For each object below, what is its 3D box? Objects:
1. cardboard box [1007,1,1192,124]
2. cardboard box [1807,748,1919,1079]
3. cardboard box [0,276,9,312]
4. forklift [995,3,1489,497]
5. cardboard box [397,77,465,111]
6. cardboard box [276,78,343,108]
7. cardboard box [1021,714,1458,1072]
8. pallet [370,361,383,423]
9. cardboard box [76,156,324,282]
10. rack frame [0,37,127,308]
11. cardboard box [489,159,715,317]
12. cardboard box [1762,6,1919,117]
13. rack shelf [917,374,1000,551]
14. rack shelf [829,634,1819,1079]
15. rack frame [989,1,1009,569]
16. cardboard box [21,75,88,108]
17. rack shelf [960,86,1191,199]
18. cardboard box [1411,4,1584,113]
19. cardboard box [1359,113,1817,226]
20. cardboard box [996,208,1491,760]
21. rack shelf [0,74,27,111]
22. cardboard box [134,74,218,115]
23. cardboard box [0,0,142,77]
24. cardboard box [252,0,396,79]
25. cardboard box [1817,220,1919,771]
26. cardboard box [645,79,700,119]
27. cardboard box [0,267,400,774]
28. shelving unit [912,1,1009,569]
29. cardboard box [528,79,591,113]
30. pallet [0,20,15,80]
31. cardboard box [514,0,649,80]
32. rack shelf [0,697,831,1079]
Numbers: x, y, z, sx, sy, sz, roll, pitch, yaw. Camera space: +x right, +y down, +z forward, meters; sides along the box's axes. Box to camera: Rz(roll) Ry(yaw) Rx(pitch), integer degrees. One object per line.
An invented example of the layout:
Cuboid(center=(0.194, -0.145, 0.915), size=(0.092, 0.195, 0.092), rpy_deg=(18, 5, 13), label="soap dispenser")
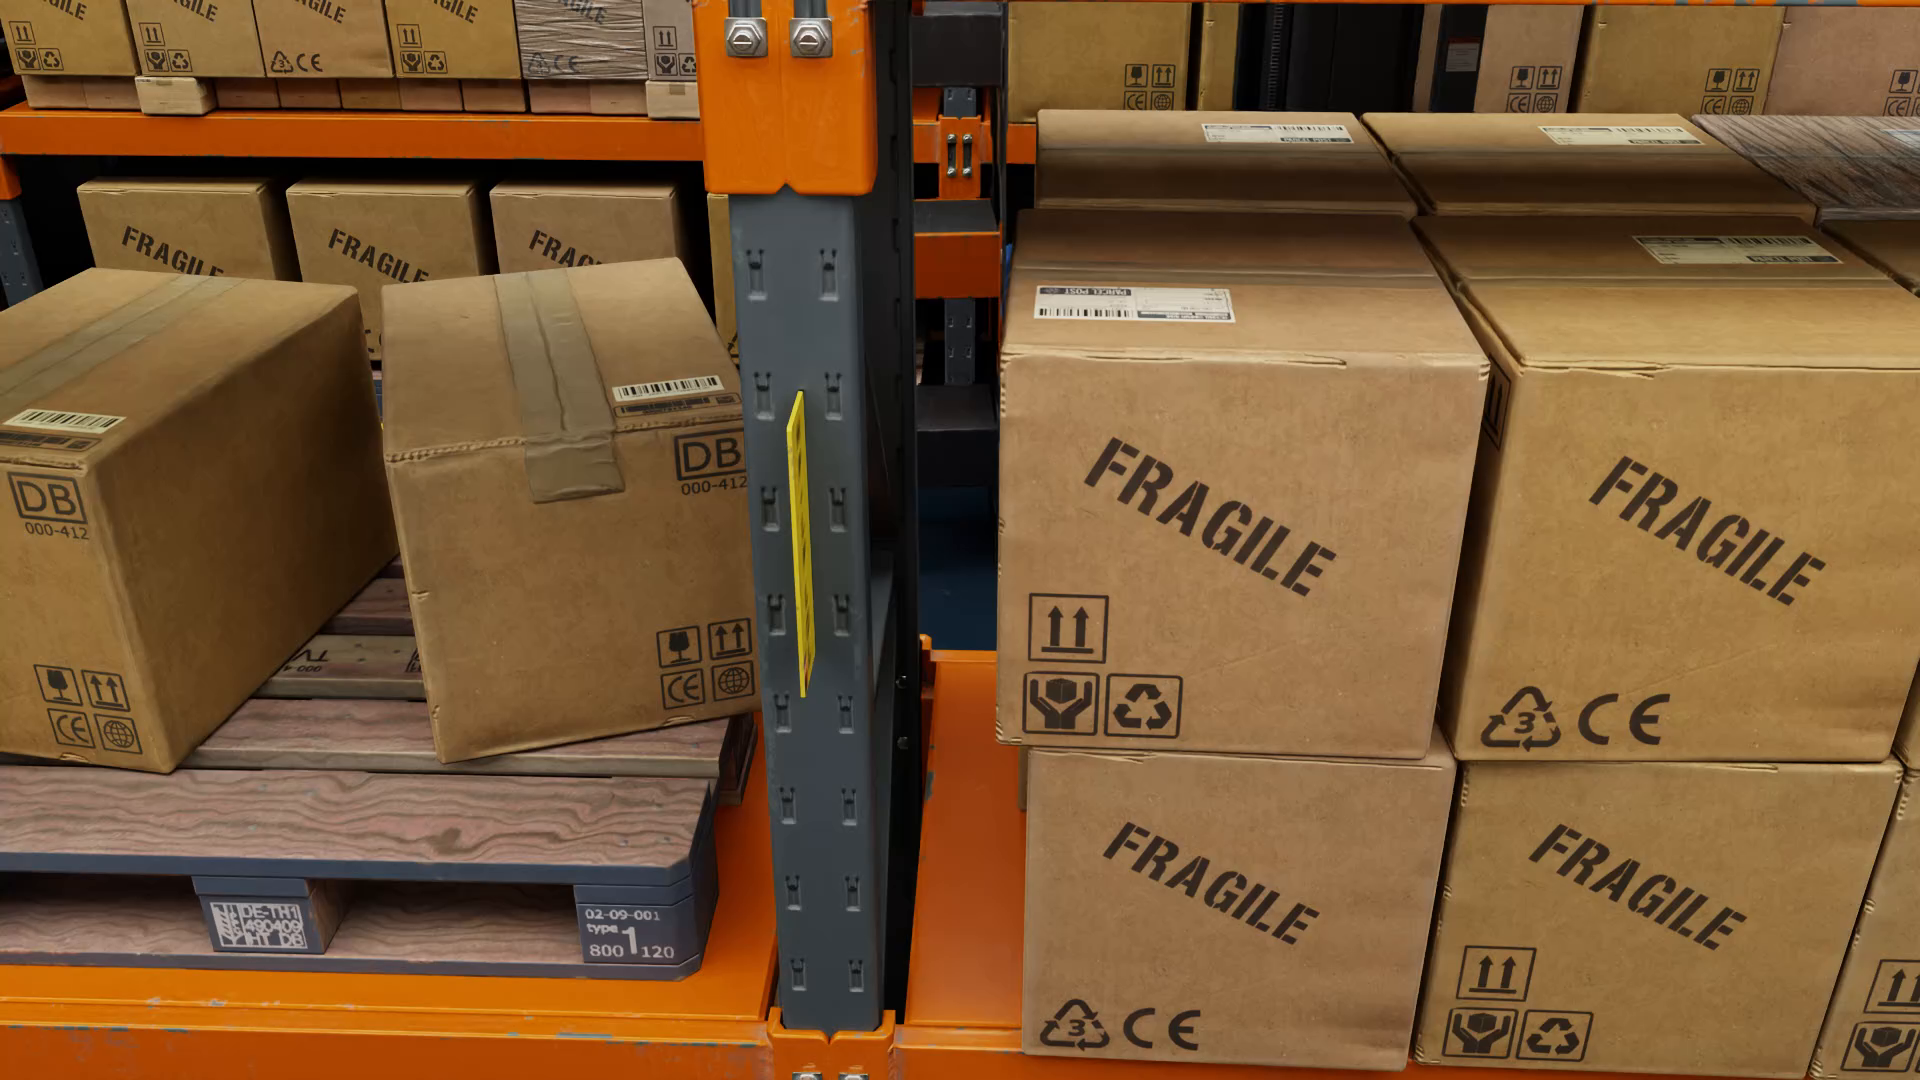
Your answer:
Cuboid(center=(0.558, -2.175, 6.830), size=(0.700, 0.700, 0.980), rpy_deg=(1, 28, 3), label="cardboard box")
Cuboid(center=(1.357, 0.368, 2.247), size=(0.500, 0.500, 0.500), rpy_deg=(1, 28, 2), label="cardboard box")
Cuboid(center=(-4.702, -1.202, 7.515), size=(0.500, 0.500, 0.700), rpy_deg=(1, 28, 3), label="cardboard box")
Cuboid(center=(1.673, -1.262, 5.500), size=(3.031, 2.935, 1.130), rpy_deg=(-2, 28, -3), label="forklift")
Cuboid(center=(-2.127, -1.889, 6.857), size=(0.250, 0.149, 0.380), rpy_deg=(1, 28, 2), label="cardboard box")
Cuboid(center=(-2.631, -1.910, 6.897), size=(0.250, 0.149, 0.380), rpy_deg=(2, 28, 3), label="cardboard box")
Cuboid(center=(0.345, 0.352, 2.277), size=(0.500, 0.500, 0.500), rpy_deg=(2, 28, 3), label="cardboard box")
Cuboid(center=(-1.980, -0.823, 7.578), size=(1.213, 0.211, 1.003), rpy_deg=(1, 28, 2), label="pallet")
Cuboid(center=(-3.251, -1.287, 7.322), size=(0.750, 0.750, 0.750), rpy_deg=(1, 28, 1), label="cardboard box")
Cuboid(center=(-3.981, -2.125, 7.056), size=(0.127, 3.000, 1.000), rpy_deg=(1, 28, 2), label="rack frame")
Cuboid(center=(-1.526, -1.258, 7.267), size=(0.750, 0.750, 0.750), rpy_deg=(2, 28, 3), label="cardboard box")
Cuboid(center=(3.504, -2.129, 6.743), size=(0.700, 0.700, 0.980), rpy_deg=(2, 28, 4), label="cardboard box")
Cuboid(center=(-0.112, -0.279, 6.058), size=(0.480, 0.518, 0.431), rpy_deg=(-2, 28, -3), label="rack shelf")
Cuboid(center=(1.844, 0.611, 2.663), size=(4.000, 0.370, 1.077), rpy_deg=(1, 28, 2), label="rack shelf")
Cuboid(center=(0.131, -0.917, 5.737), size=(0.015, 2.100, 0.400), rpy_deg=(-2, 28, -3), label="rack frame")
Cuboid(center=(-3.660, -1.909, 6.895), size=(0.250, 0.149, 0.380), rpy_deg=(1, 28, 1), label="cardboard box")
Cuboid(center=(2.015, -1.708, 7.037), size=(4.000, 0.370, 1.077), rpy_deg=(1, 28, 2), label="rack shelf")
Cuboid(center=(2.015, -2.153, 6.788), size=(0.700, 0.700, 0.980), rpy_deg=(0, 28, -1), label="cardboard box")
Cuboid(center=(0.872, -0.332, 2.499), size=(0.500, 0.500, 0.500), rpy_deg=(0, 28, 1), label="cardboard box")
Cuboid(center=(0.306, -0.087, 2.036), size=(0.500, 0.500, 0.500), rpy_deg=(2, 28, 3), label="cardboard box")
Cuboid(center=(-5.980, -1.840, 7.287), size=(4.000, 0.370, 1.077), rpy_deg=(1, 28, 2), label="rack shelf")
Cuboid(center=(-3.146, -1.857, 6.797), size=(0.250, 0.149, 0.380), rpy_deg=(2, 28, 3), label="cardboard box")
Cuboid(center=(-3.505, -2.182, 6.717), size=(0.500, 0.500, 0.500), rpy_deg=(2, 28, 3), label="cardboard box")
Cuboid(center=(-2.486, -2.160, 6.676), size=(0.500, 0.500, 0.500), rpy_deg=(1, 28, 2), label="cardboard box")
Cuboid(center=(1.336, -0.070, 2.004), size=(0.500, 0.500, 0.500), rpy_deg=(0, 28, 0), label="cardboard box")
Cuboid(center=(-1.108, -1.825, 6.737), size=(0.250, 0.149, 0.380), rpy_deg=(1, 28, 2), label="cardboard box")
Cuboid(center=(-1.310, -0.064, 2.613), size=(0.500, 0.500, 0.700), rpy_deg=(5, 28, 10), label="cardboard box")
Cuboid(center=(-0.112, -0.909, 5.724), size=(0.503, 2.100, 0.431), rpy_deg=(-2, 28, -3), label="shelving unit")
Cuboid(center=(-1.599, -1.871, 6.824), size=(0.250, 0.149, 0.380), rpy_deg=(0, 28, 0), label="cardboard box")
Cuboid(center=(-4.697, -2.002, 7.029), size=(1.003, 0.211, 1.213), rpy_deg=(1, 28, 2), label="pallet")
Cuboid(center=(-1.466, -2.149, 6.656), size=(0.500, 0.500, 0.500), rpy_deg=(1, 28, 2), label="cardboard box")
Cuboid(center=(-2.153, 0.545, 2.788), size=(4.000, 0.370, 1.077), rpy_deg=(1, 28, 2), label="rack shelf")
